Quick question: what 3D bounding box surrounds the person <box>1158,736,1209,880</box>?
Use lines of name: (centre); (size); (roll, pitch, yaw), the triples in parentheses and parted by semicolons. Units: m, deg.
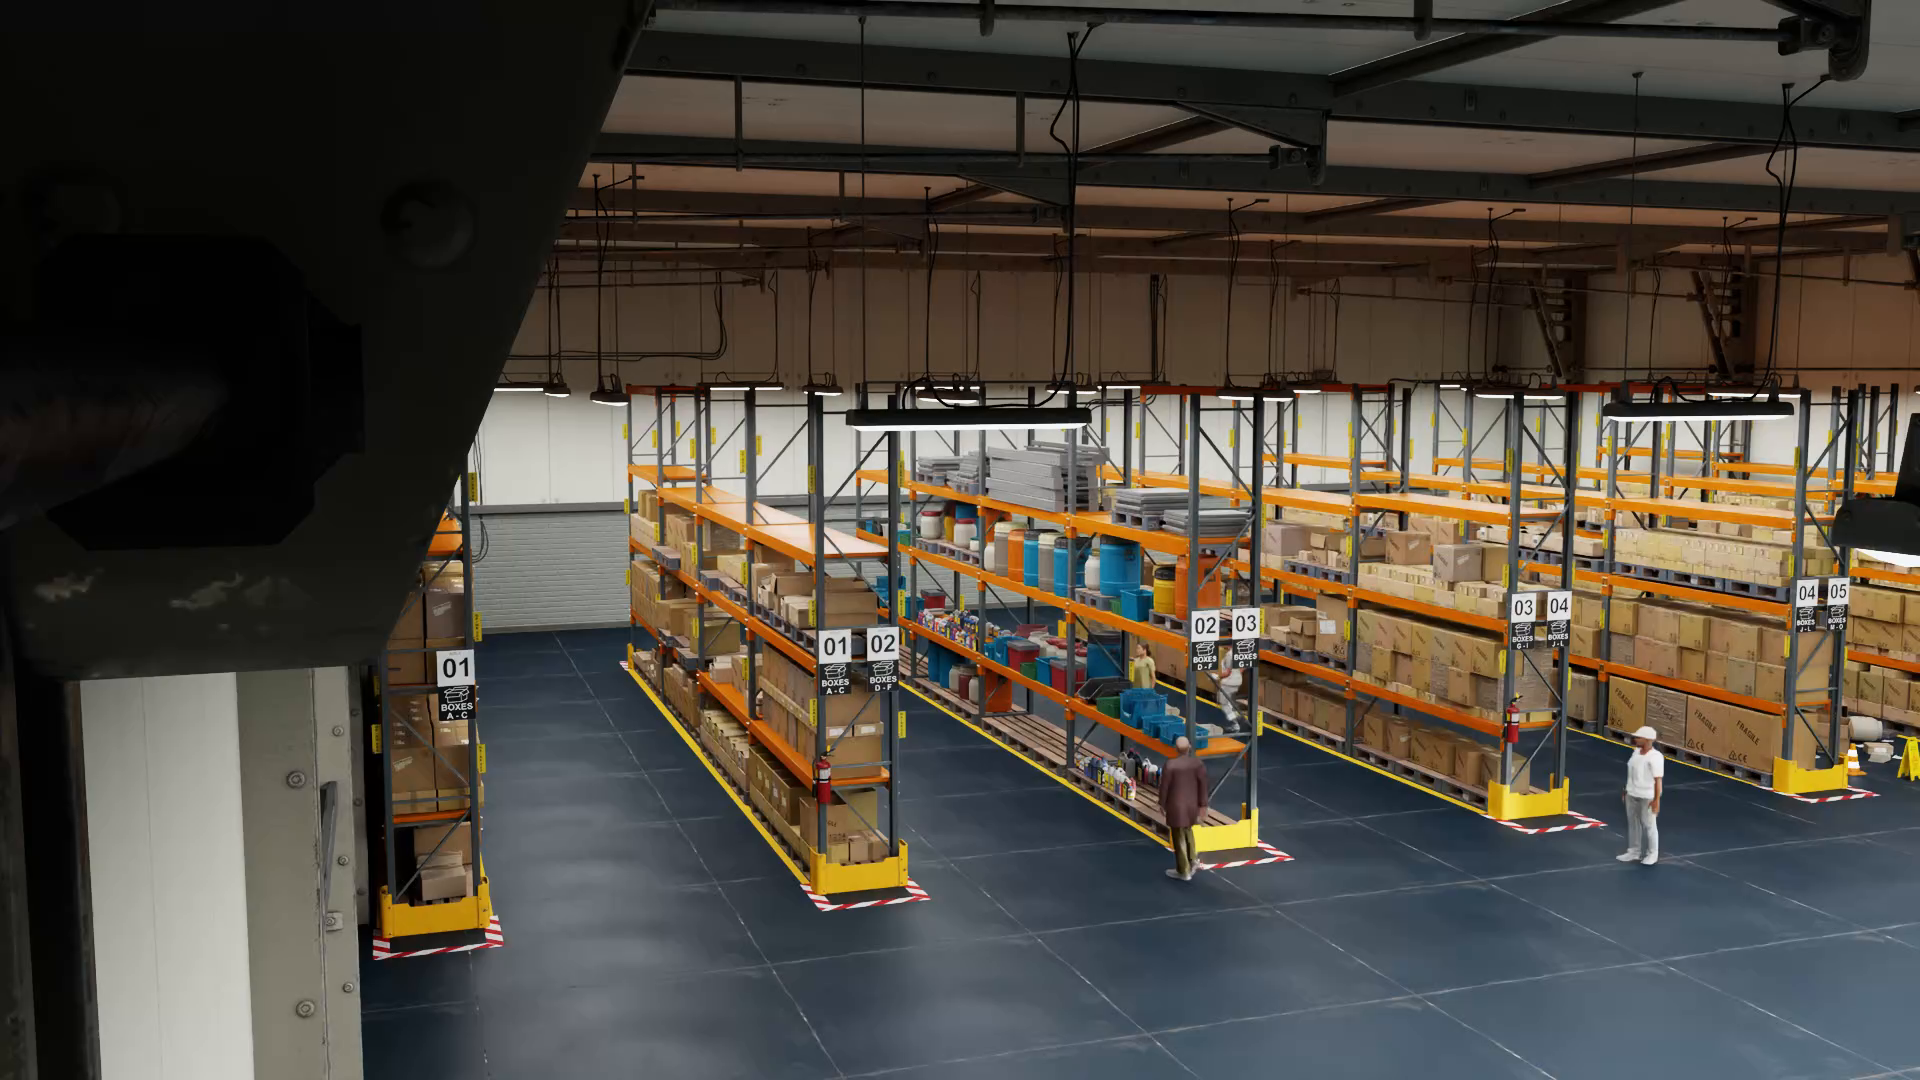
person: (2.748, 3.322, 20.618); (0.565, 1.816, 0.486); (-2, 6, -20)

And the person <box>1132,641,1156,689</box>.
person: (3.102, 2.570, 28.379); (0.373, 1.685, 0.483); (-4, 7, -34)

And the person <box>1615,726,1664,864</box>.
person: (8.733, 3.259, 21.261); (0.405, 1.781, 0.628); (-3, 7, -27)

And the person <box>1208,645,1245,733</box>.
person: (4.665, 2.483, 28.940); (0.526, 1.721, 0.688); (4, 7, 35)
